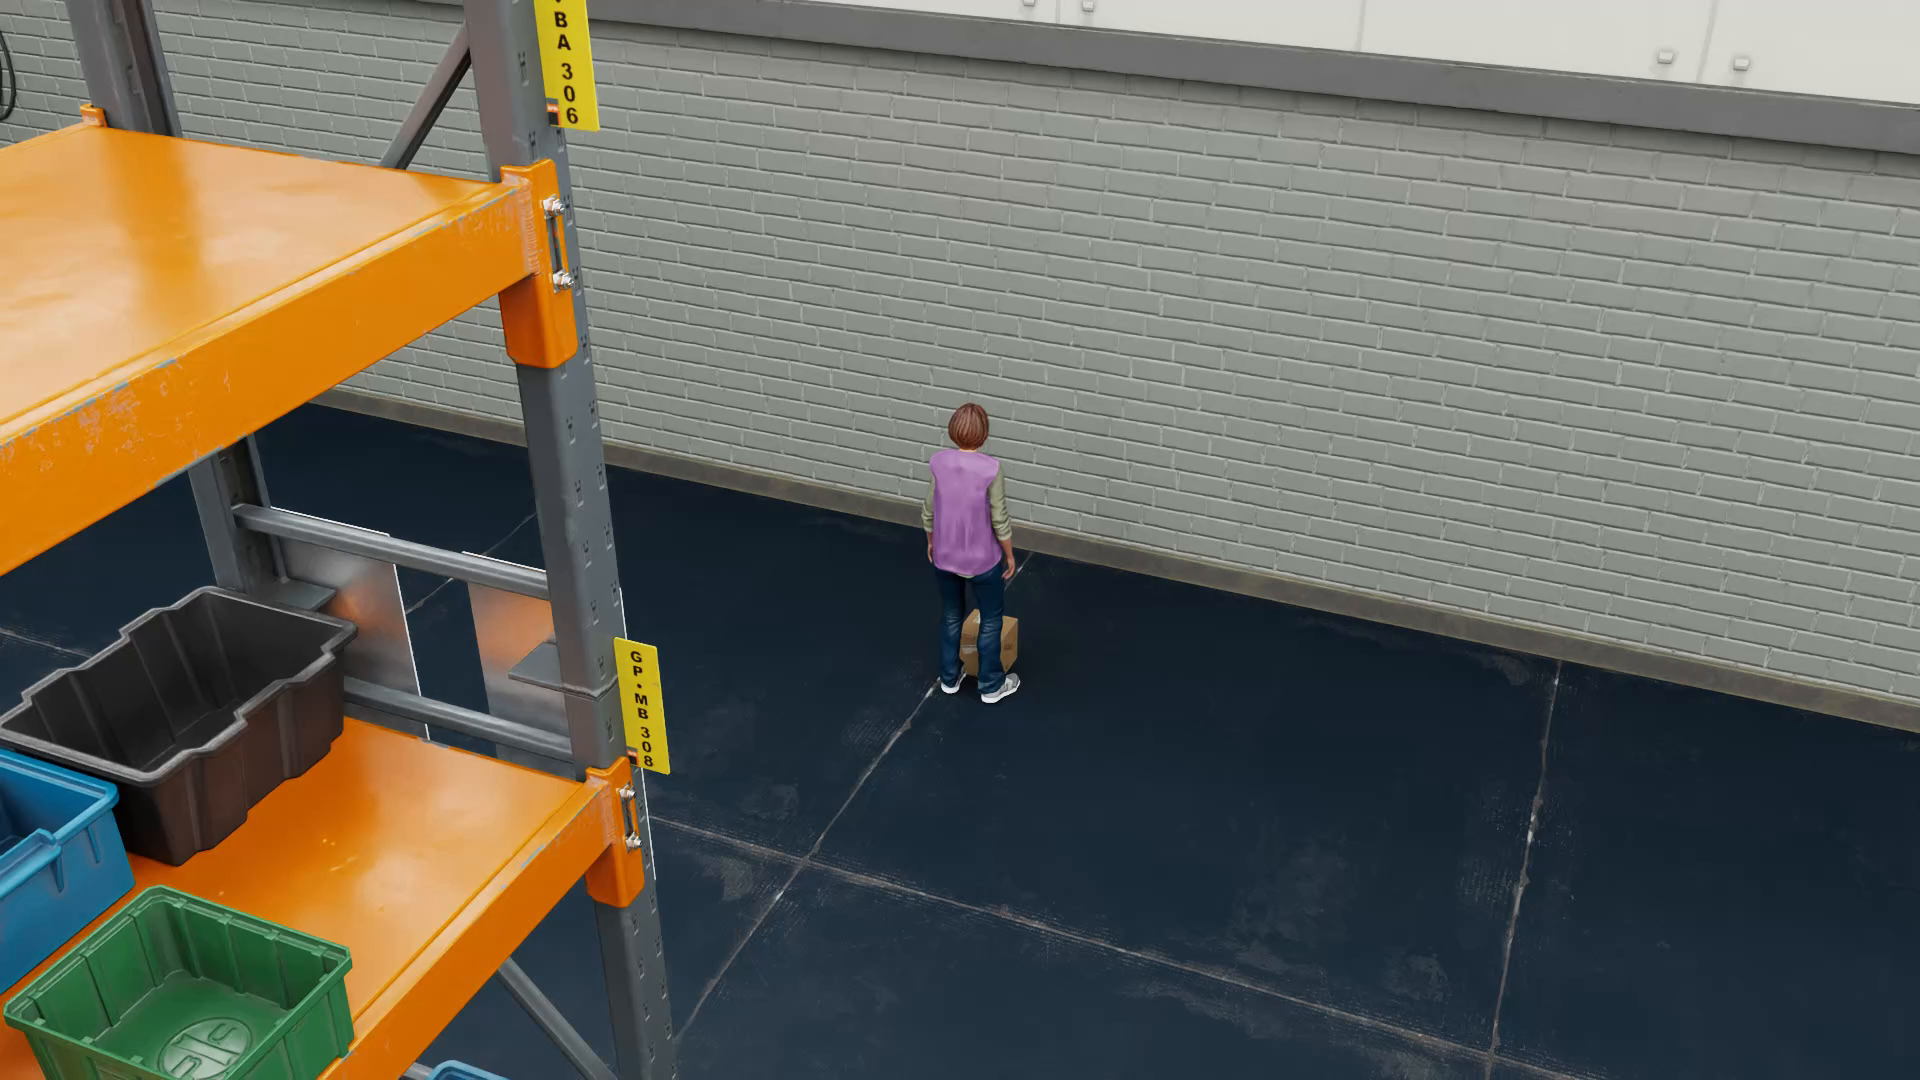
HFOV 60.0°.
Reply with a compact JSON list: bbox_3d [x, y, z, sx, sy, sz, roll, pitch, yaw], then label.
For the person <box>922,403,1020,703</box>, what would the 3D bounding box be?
[{"bbox_3d":[0.045,0.081,8.255,0.481,1.594,0.342,12,32,20],"label":"person"}]
